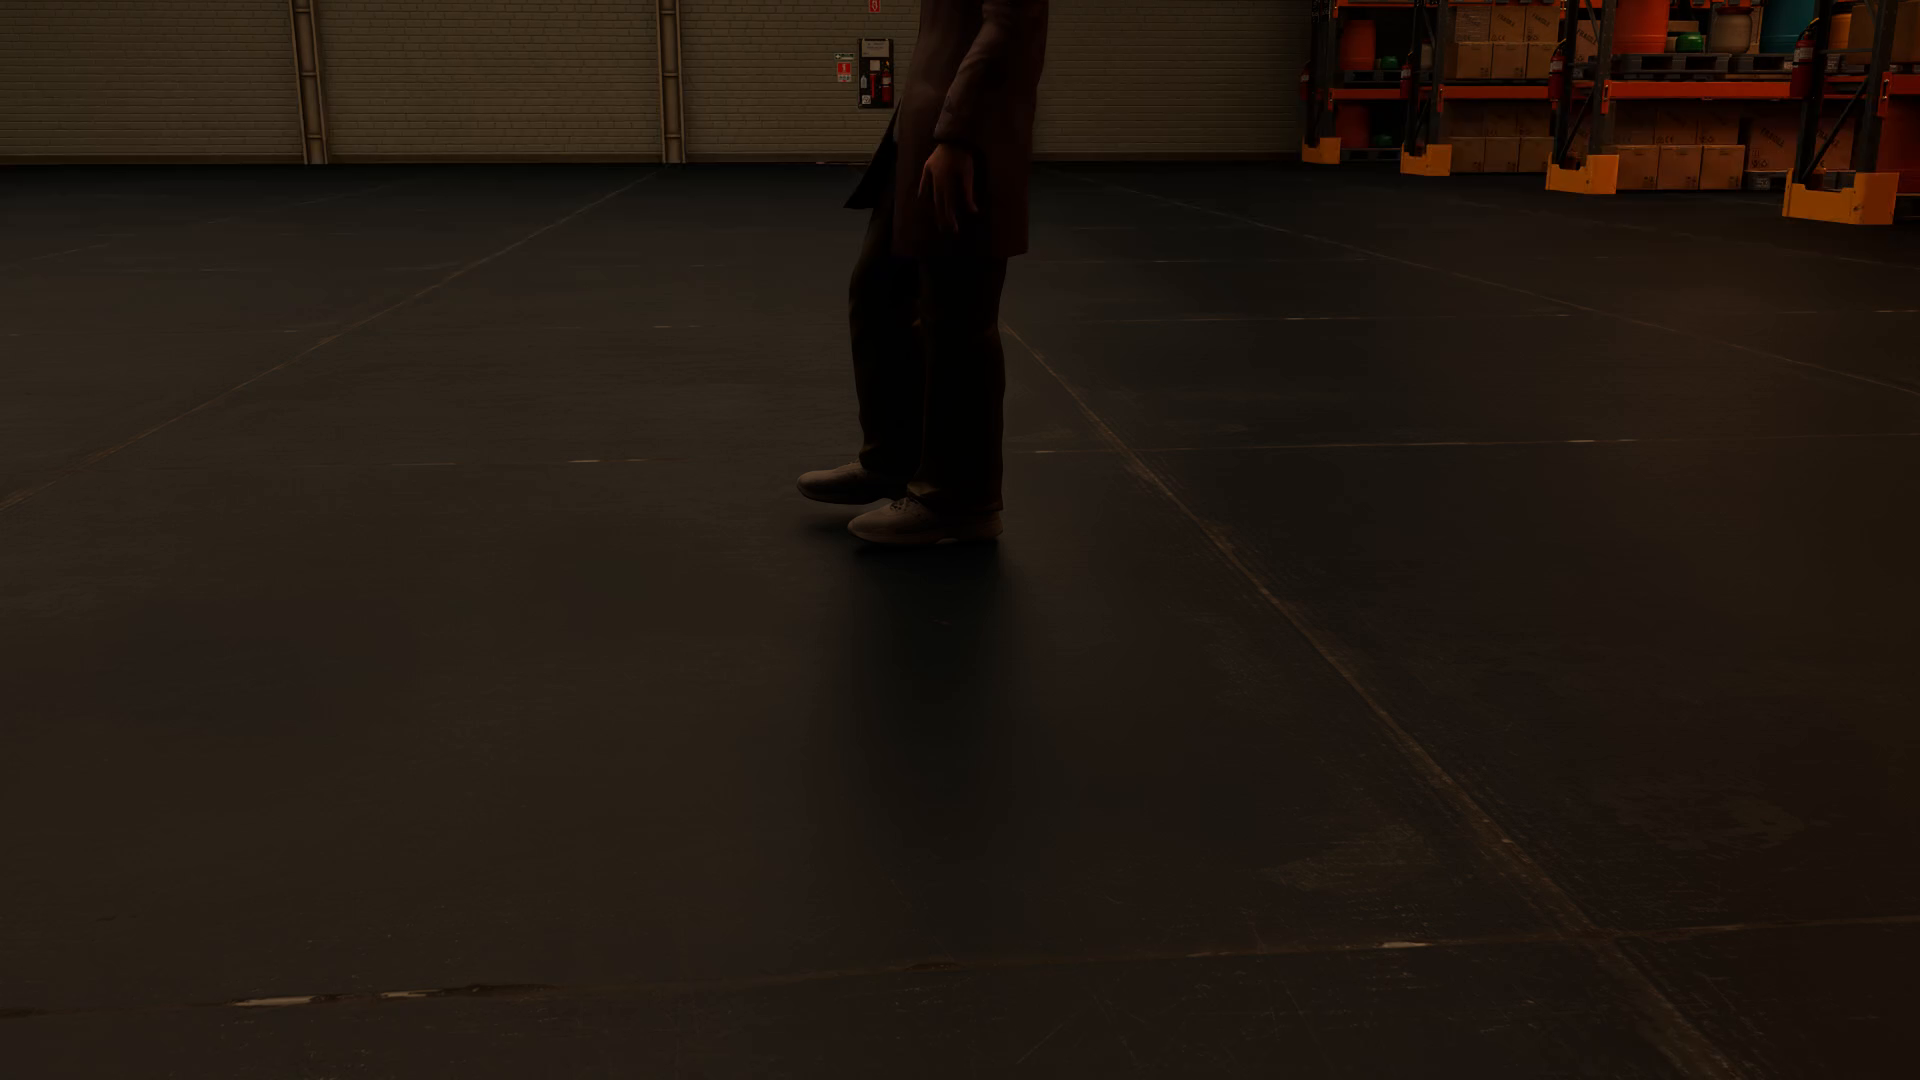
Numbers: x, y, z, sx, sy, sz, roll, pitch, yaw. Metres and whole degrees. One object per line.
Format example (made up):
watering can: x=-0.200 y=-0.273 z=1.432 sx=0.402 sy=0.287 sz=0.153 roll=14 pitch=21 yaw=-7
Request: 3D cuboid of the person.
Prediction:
person: x=-0.092 y=-0.865 z=3.703 sx=0.580 sy=1.777 sz=0.696 roll=-1 pitch=15 yaw=-5
